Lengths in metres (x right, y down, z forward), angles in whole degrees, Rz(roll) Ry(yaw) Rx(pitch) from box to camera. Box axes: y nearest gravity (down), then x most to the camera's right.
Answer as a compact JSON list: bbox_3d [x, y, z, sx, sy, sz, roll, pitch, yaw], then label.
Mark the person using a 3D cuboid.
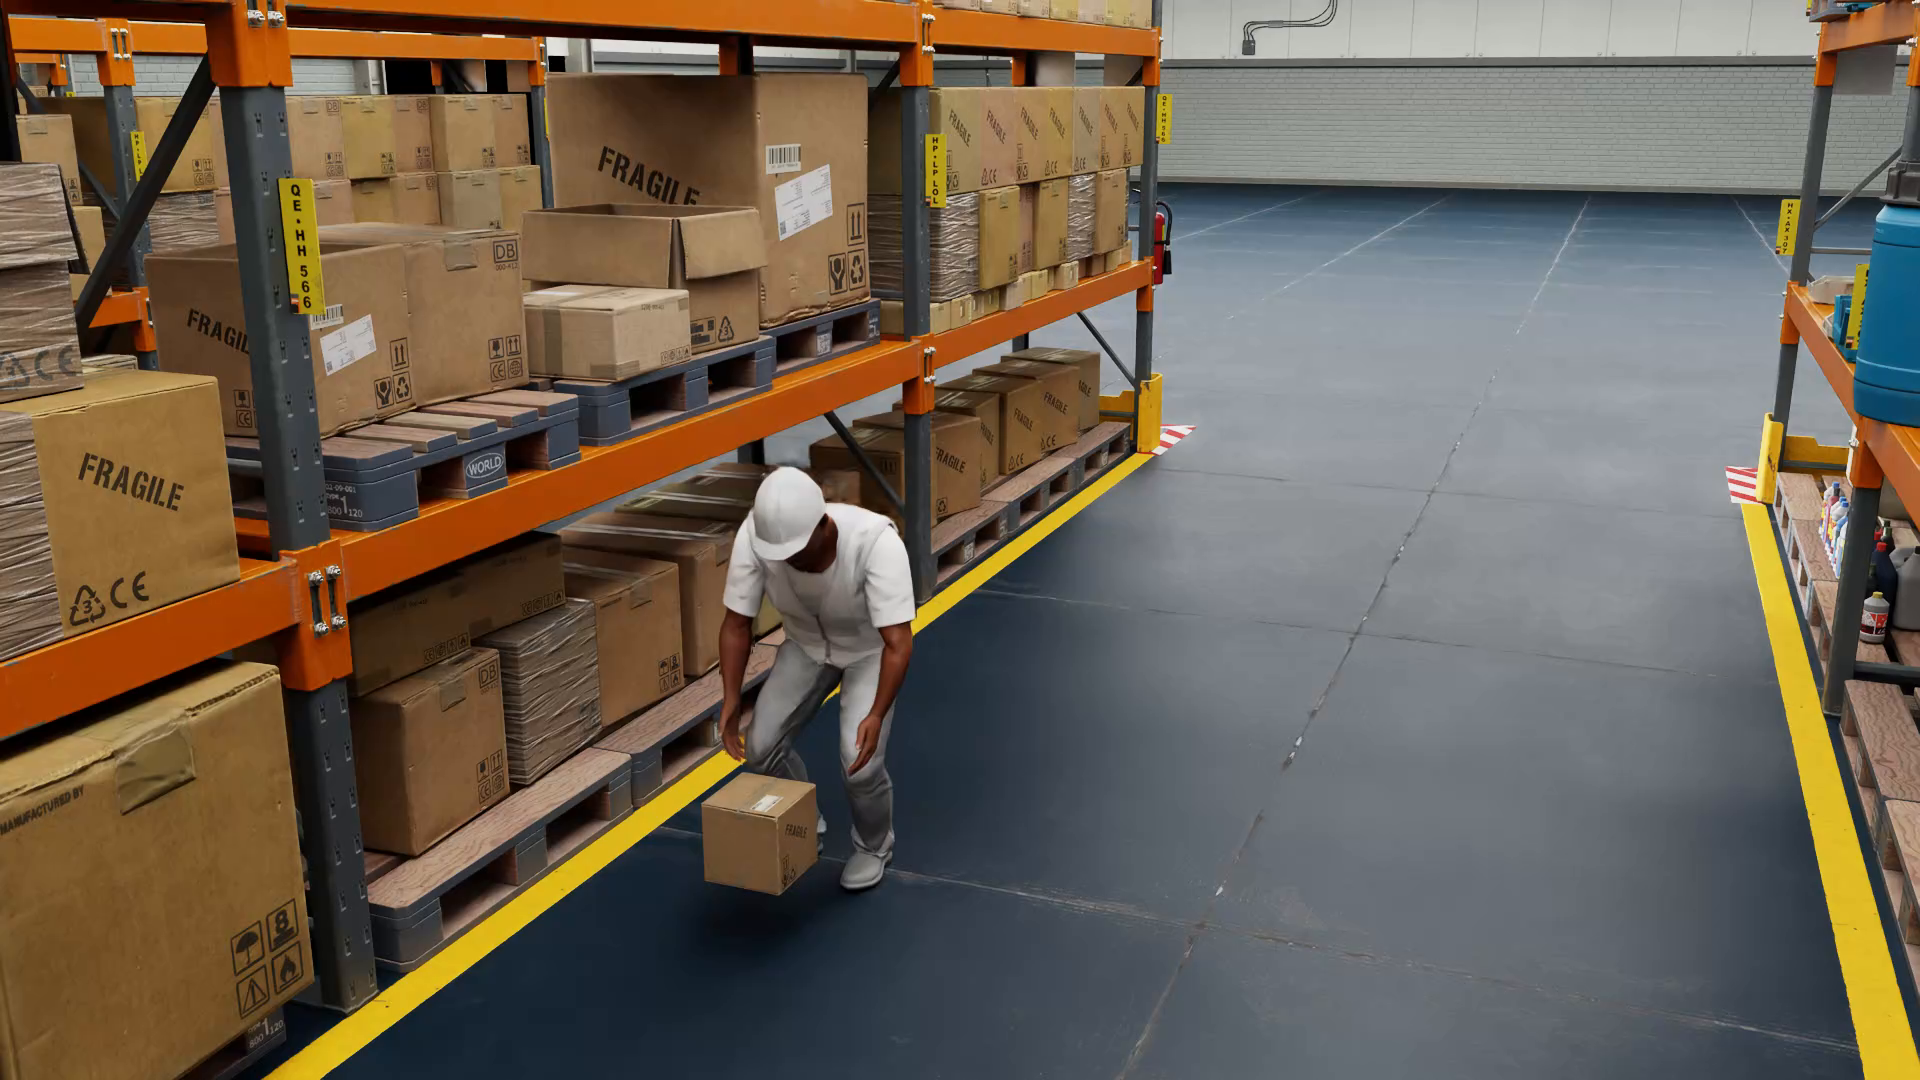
[{"bbox_3d":[-0.403,0.408,5.174,0.632,1.405,0.762,6,16,21],"label":"person"}]
